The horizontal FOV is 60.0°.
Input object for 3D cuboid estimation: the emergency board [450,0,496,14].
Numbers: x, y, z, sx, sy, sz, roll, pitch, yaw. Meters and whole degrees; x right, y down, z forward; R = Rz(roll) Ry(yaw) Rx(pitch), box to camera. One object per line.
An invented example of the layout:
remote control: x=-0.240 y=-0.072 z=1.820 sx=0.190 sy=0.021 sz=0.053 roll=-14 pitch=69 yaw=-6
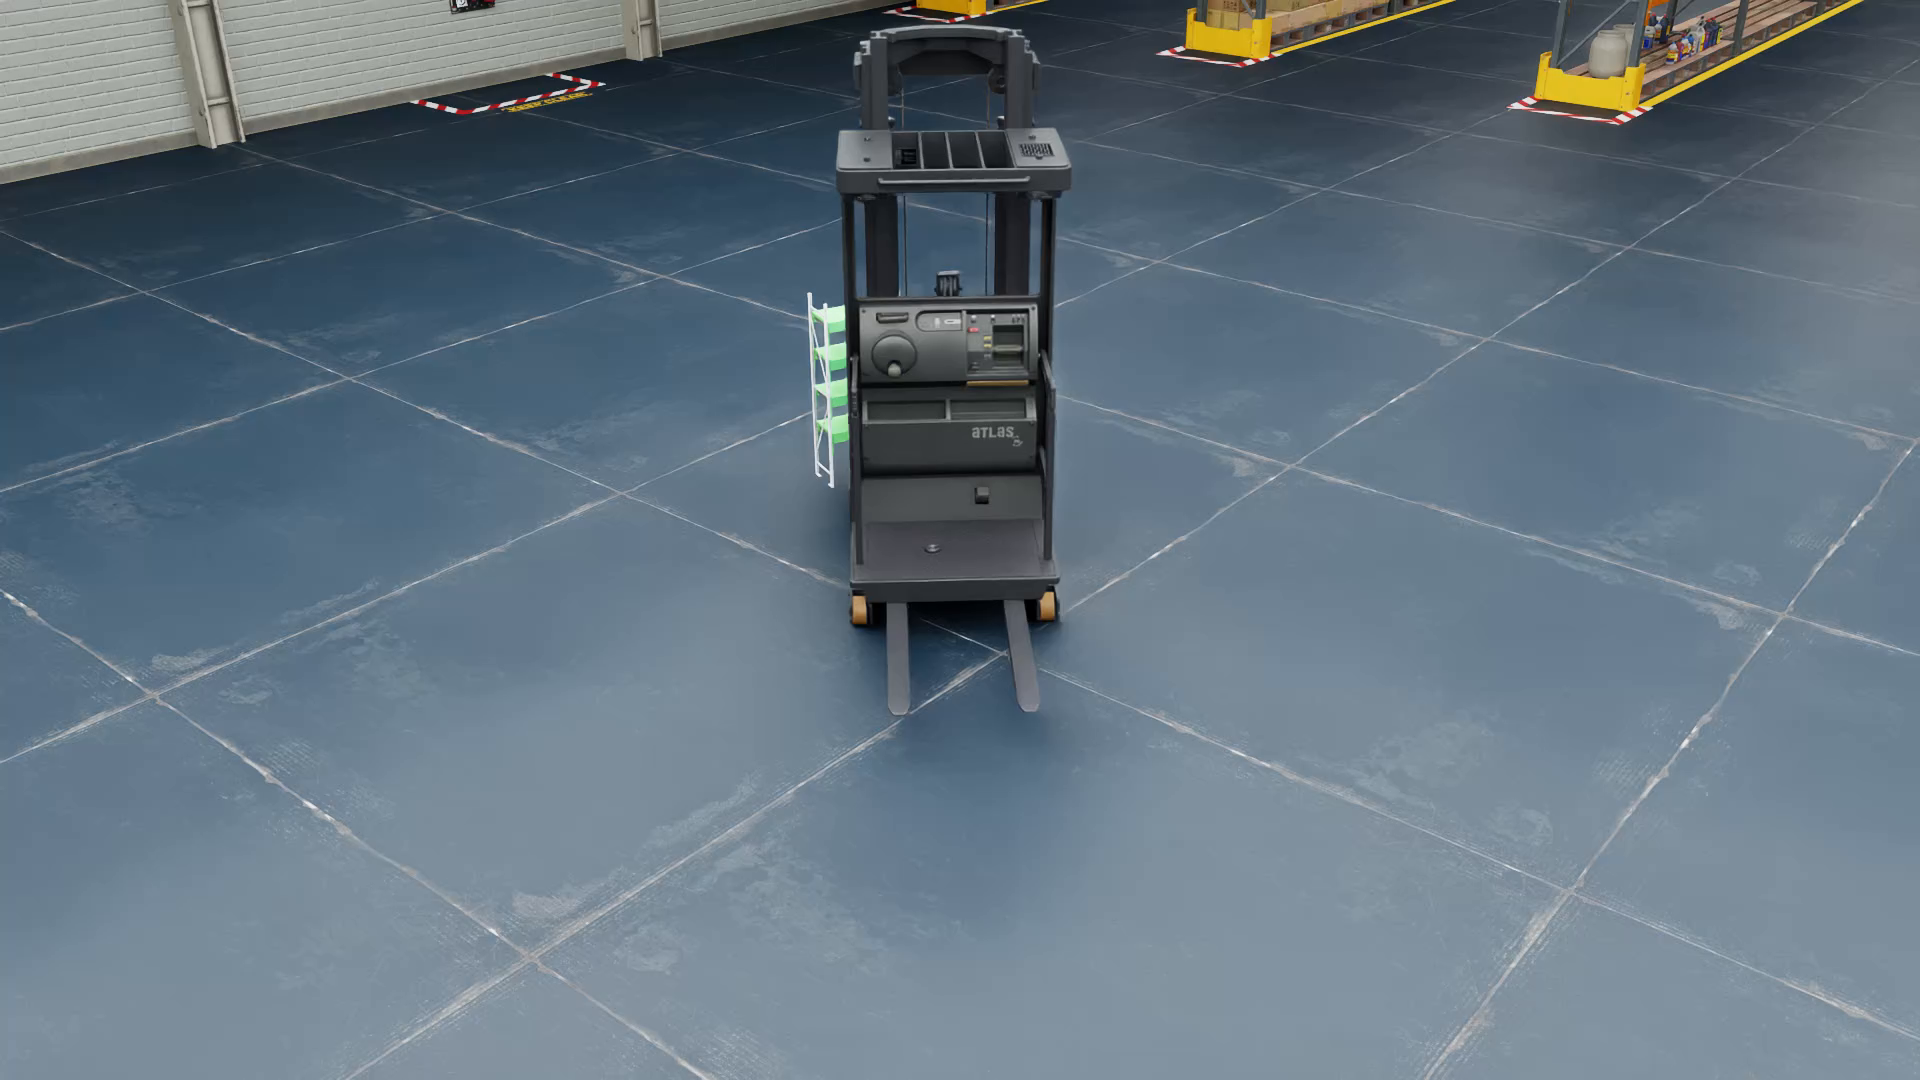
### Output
emergency board: x=-5.828 y=-6.924 z=19.869 sx=0.194 sy=1.169 sz=0.643 roll=21 pitch=34 yaw=34

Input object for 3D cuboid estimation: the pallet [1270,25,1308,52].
pallet: x=4.091 y=-7.013 z=23.077 sx=1.003 sy=0.211 sz=1.213 roll=21 pitch=34 yaw=34

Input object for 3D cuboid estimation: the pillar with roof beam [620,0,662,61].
pillar with roof beam: x=-0.905 y=-9.195 z=17.731 sx=9.100 sy=9.000 sz=0.400 roll=21 pitch=34 yaw=34

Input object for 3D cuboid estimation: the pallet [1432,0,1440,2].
pallet: x=7.395 y=-8.855 z=26.638 sx=1.003 sy=0.211 sz=1.213 roll=21 pitch=34 yaw=34

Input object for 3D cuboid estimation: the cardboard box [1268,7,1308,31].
cardboard box: x=4.465 y=-7.237 z=23.011 sx=0.500 sy=0.250 sz=0.500 roll=21 pitch=34 yaw=34

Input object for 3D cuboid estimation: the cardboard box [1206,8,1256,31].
cardboard box: x=3.750 y=-7.210 z=22.959 sx=0.500 sy=0.250 sz=0.500 roll=21 pitch=34 yaw=34

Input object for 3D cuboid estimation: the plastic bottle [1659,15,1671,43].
plastic bottle: x=9.279 y=-6.750 z=21.937 sx=0.144 sy=0.351 sz=0.185 roll=21 pitch=34 yaw=34

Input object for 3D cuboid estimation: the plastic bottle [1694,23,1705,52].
plastic bottle: x=9.486 y=-6.462 z=21.380 sx=0.144 sy=0.351 sz=0.185 roll=21 pitch=34 yaw=34

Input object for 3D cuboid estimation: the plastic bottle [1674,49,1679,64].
plastic bottle: x=8.916 y=-6.061 z=20.767 sx=0.097 sy=0.201 sz=0.097 roll=0 pitch=27 yaw=0

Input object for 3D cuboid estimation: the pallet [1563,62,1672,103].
pallet: x=7.990 y=-5.608 z=20.361 sx=1.003 sy=0.211 sz=1.213 roll=21 pitch=34 yaw=34

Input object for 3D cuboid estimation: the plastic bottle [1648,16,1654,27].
plastic bottle: x=9.047 y=-6.725 z=21.889 sx=0.144 sy=0.351 sz=0.185 roll=19 pitch=33 yaw=32

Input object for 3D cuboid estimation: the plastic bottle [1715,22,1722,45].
plastic bottle: x=9.949 y=-6.660 z=21.836 sx=0.061 sy=0.283 sz=0.133 roll=23 pitch=35 yaw=37

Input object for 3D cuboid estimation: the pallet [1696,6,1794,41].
pallet: x=11.246 y=-7.424 z=23.870 sx=1.003 sy=0.211 sz=1.213 roll=21 pitch=34 yaw=34

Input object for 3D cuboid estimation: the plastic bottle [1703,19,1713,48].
plastic bottle: x=9.692 y=-6.576 z=21.601 sx=0.144 sy=0.351 sz=0.185 roll=19 pitch=33 yaw=32

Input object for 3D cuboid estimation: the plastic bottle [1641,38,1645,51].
plastic bottle: x=8.780 y=-6.422 z=21.466 sx=0.097 sy=0.201 sz=0.097 roll=0 pitch=27 yaw=0

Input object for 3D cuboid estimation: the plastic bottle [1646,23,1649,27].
plastic bottle: x=8.983 y=-6.626 z=21.785 sx=0.097 sy=0.271 sz=0.097 roll=0 pitch=27 yaw=0

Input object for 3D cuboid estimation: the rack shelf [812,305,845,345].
rack shelf: x=-0.639 y=-1.333 z=10.114 sx=0.480 sy=0.148 sz=0.258 roll=-15 pitch=31 yaw=-26

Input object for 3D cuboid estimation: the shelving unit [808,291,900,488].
shelving unit: x=-0.639 y=-0.963 z=10.306 sx=0.503 sy=1.200 sz=0.258 roll=-15 pitch=31 yaw=-26

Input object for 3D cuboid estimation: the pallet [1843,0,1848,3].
pallet: x=13.791 y=-8.840 z=26.608 sx=1.003 sy=0.211 sz=1.213 roll=21 pitch=34 yaw=34

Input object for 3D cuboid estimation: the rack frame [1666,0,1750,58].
rack frame: x=10.001 y=-7.938 z=21.829 sx=1.000 sy=3.000 sz=0.127 roll=21 pitch=34 yaw=34

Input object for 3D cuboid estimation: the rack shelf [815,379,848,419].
rack shelf: x=-0.639 y=-0.906 z=10.335 sx=0.480 sy=0.148 sz=0.258 roll=-15 pitch=31 yaw=-26

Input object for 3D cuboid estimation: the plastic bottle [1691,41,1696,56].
plastic bottle: x=9.326 y=-6.289 z=21.209 sx=0.097 sy=0.201 sz=0.097 roll=0 pitch=27 yaw=0

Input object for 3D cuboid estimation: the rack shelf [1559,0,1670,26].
rack shelf: x=8.729 y=-6.909 z=20.624 sx=1.077 sy=0.370 sz=4.000 roll=21 pitch=34 yaw=34

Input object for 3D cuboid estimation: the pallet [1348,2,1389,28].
pallet: x=5.643 y=-7.879 z=24.750 sx=1.003 sy=0.211 sz=1.213 roll=21 pitch=34 yaw=34

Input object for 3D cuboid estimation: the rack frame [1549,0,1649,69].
rack frame: x=7.457 y=-6.520 z=19.088 sx=1.000 sy=3.000 sz=0.127 roll=21 pitch=34 yaw=34

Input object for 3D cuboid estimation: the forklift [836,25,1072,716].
forklift: x=-0.046 y=-0.996 z=8.485 sx=1.130 sy=2.935 sz=3.031 roll=-1 pitch=27 yaw=-2

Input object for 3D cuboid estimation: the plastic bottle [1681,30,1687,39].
plastic bottle: x=9.297 y=-6.406 z=21.346 sx=0.061 sy=0.283 sz=0.133 roll=21 pitch=34 yaw=34

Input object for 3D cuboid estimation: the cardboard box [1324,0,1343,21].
cardboard box: x=5.105 y=-7.590 z=23.693 sx=0.500 sy=0.250 sz=0.500 roll=21 pitch=34 yaw=34

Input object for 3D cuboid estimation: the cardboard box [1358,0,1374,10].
cardboard box: x=5.729 y=-7.949 z=24.387 sx=0.500 sy=0.250 sz=0.500 roll=21 pitch=34 yaw=34

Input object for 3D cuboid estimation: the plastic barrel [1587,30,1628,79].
plastic barrel: x=7.816 y=-5.857 z=20.057 sx=0.421 sy=0.512 sz=0.421 roll=0 pitch=27 yaw=0

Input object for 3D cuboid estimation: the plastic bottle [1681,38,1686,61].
plastic bottle: x=9.068 y=-6.176 z=20.915 sx=0.097 sy=0.271 sz=0.097 roll=0 pitch=27 yaw=0

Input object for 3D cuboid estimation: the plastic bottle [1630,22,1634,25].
plastic bottle: x=8.659 y=-6.508 z=21.470 sx=0.144 sy=0.351 sz=0.185 roll=22 pitch=35 yaw=36

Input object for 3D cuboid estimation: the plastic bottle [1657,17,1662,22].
plastic bottle: x=9.275 y=-6.816 z=22.146 sx=0.152 sy=0.276 sz=0.135 roll=22 pitch=35 yaw=36

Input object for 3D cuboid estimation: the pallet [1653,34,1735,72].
pallet: x=9.542 y=-6.473 z=22.033 sx=1.003 sy=0.211 sz=1.213 roll=21 pitch=34 yaw=34

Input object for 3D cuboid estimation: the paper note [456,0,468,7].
paper note: x=-5.994 y=-6.490 z=19.989 sx=0.016 sy=0.148 sz=0.142 roll=21 pitch=34 yaw=34

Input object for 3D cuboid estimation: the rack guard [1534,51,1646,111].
rack guard: x=7.469 y=-5.450 z=19.741 sx=1.175 sy=0.500 sz=0.348 roll=21 pitch=34 yaw=34

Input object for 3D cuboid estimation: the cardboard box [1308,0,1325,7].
cardboard box: x=4.774 y=-7.751 z=23.188 sx=0.500 sy=0.500 sz=0.500 roll=21 pitch=34 yaw=34

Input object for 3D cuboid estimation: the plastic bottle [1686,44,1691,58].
plastic bottle: x=9.195 y=-6.216 z=21.068 sx=0.097 sy=0.201 sz=0.097 roll=0 pitch=27 yaw=0

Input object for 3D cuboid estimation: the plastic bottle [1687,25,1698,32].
plastic bottle: x=9.561 y=-6.577 z=21.685 sx=0.152 sy=0.276 sz=0.135 roll=21 pitch=34 yaw=34

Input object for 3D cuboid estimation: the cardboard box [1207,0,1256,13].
cardboard box: x=3.748 y=-7.544 z=22.788 sx=0.500 sy=0.500 sz=0.500 roll=21 pitch=34 yaw=34
